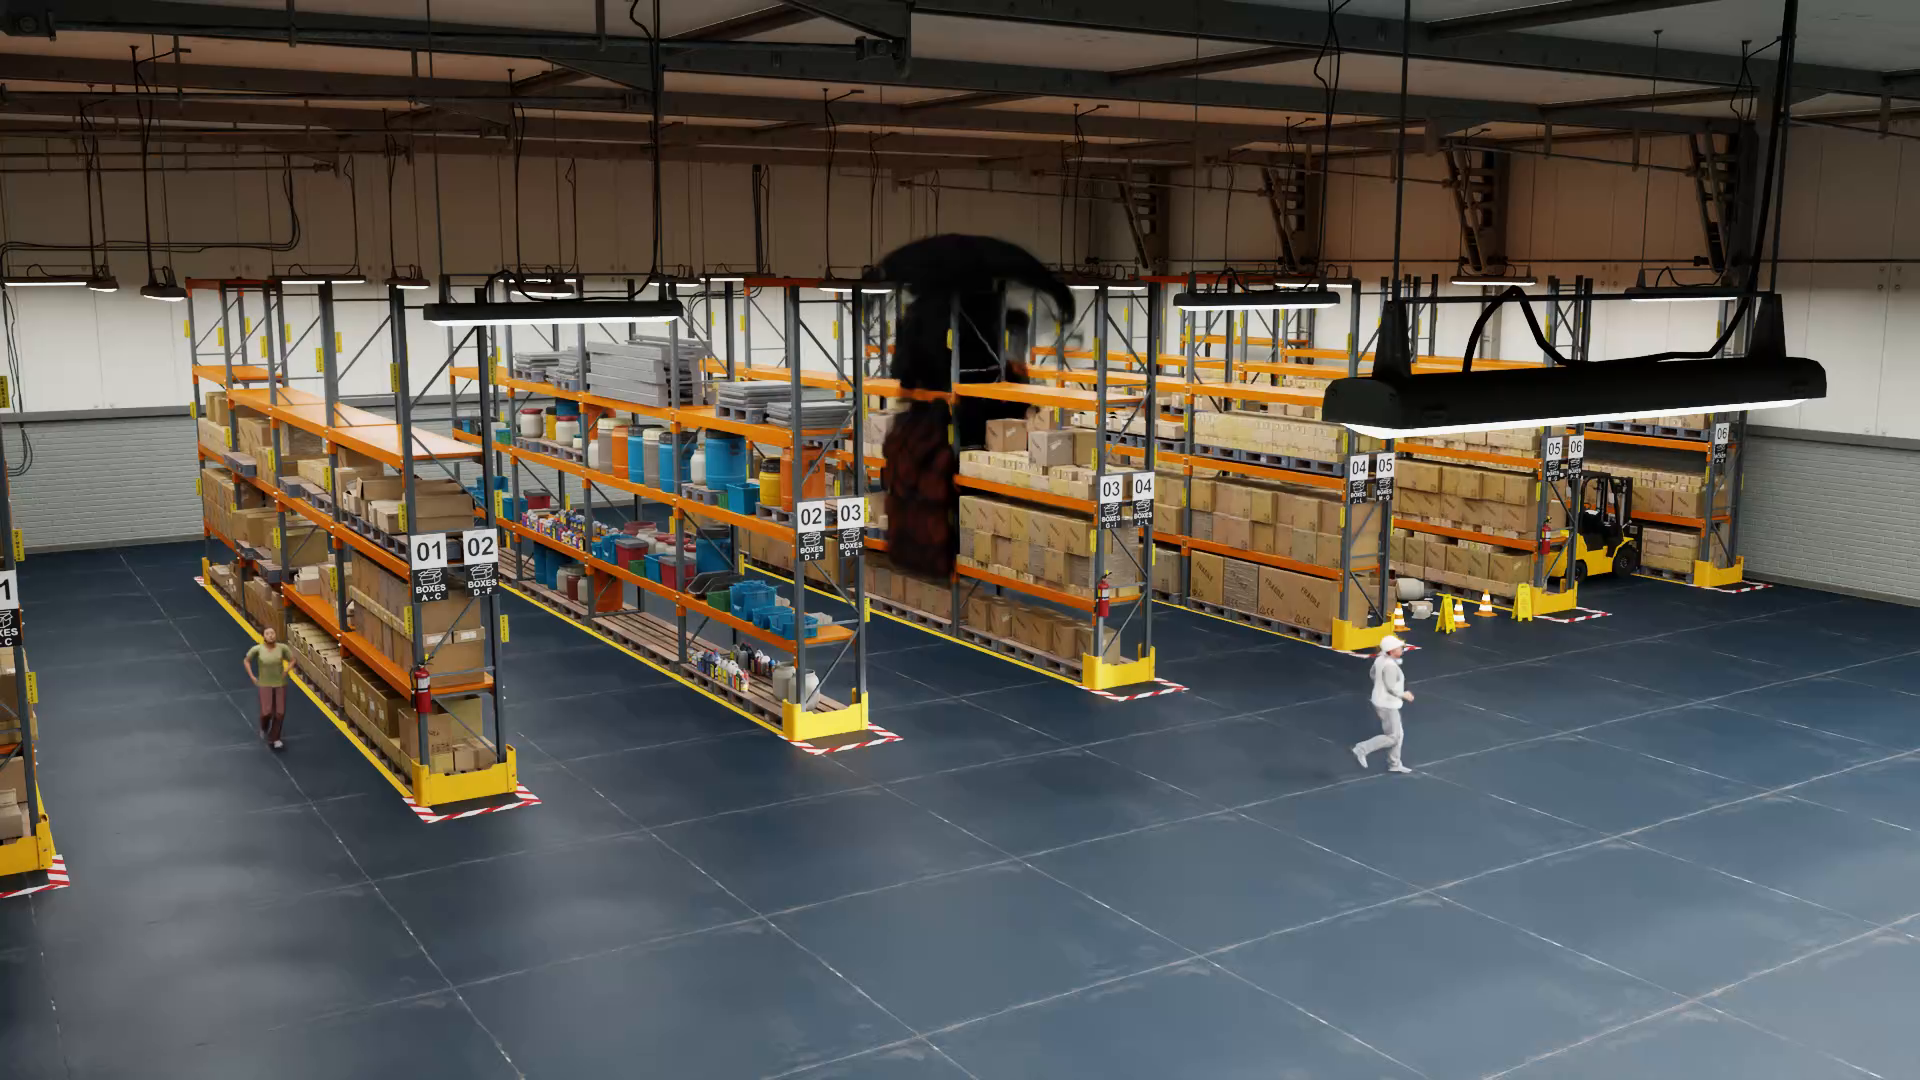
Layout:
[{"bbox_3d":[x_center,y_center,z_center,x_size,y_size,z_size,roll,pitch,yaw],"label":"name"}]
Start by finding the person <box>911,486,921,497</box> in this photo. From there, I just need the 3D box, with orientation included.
[{"bbox_3d":[-1.019,-1.479,41.829,0.615,1.661,0.588,5,11,27],"label":"person"}]

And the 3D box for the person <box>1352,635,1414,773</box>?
[{"bbox_3d":[5.253,2.048,20.654,0.810,1.768,0.669,0,10,-2],"label":"person"}]

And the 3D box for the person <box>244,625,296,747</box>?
[{"bbox_3d":[-8.966,1.923,21.697,0.624,1.621,0.514,-5,11,-28],"label":"person"}]

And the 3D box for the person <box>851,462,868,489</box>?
[{"bbox_3d":[-2.427,-0.961,38.413,0.666,1.784,0.935,-4,10,-24],"label":"person"}]
